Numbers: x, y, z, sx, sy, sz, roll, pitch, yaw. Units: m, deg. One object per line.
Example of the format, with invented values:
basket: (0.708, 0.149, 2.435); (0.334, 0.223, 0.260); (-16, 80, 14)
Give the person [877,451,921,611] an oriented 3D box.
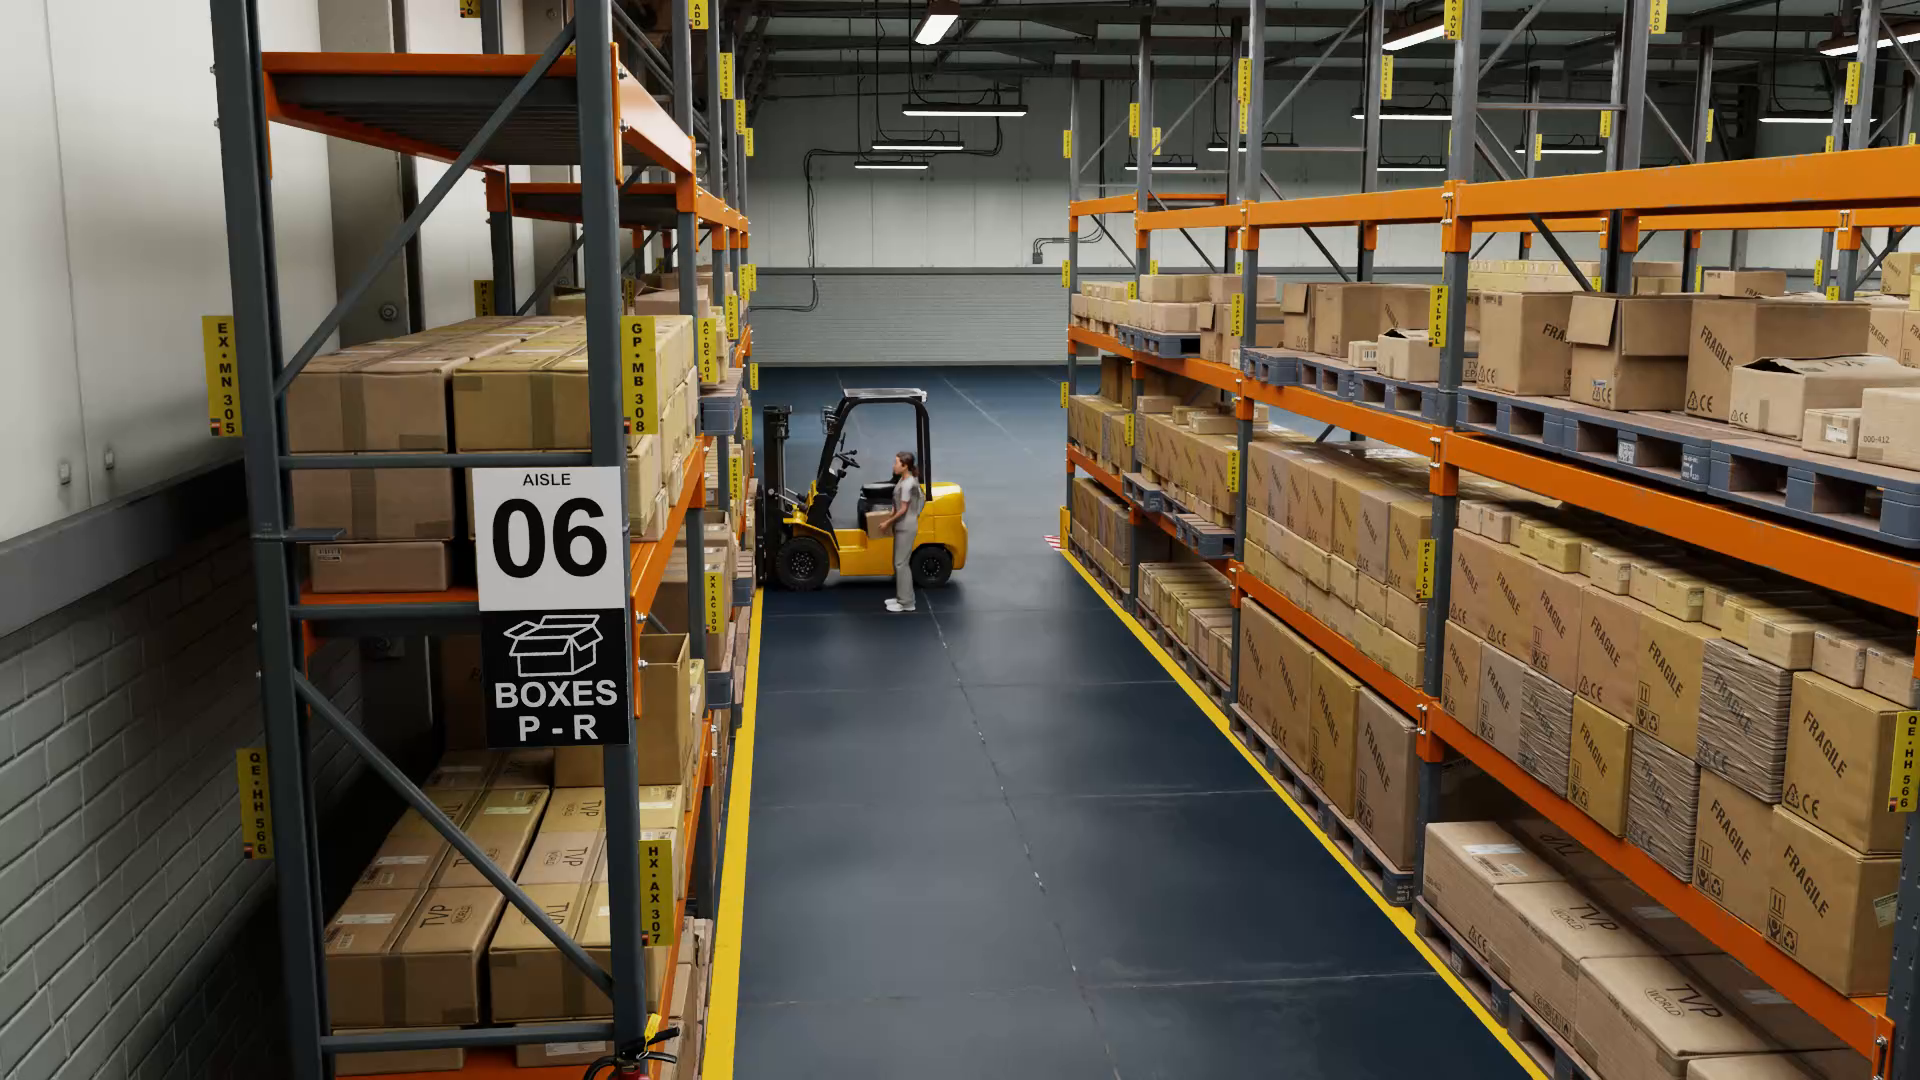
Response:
person: (-0.642, -0.098, 17.454); (0.475, 1.675, 0.464); (-1, 10, -7)
